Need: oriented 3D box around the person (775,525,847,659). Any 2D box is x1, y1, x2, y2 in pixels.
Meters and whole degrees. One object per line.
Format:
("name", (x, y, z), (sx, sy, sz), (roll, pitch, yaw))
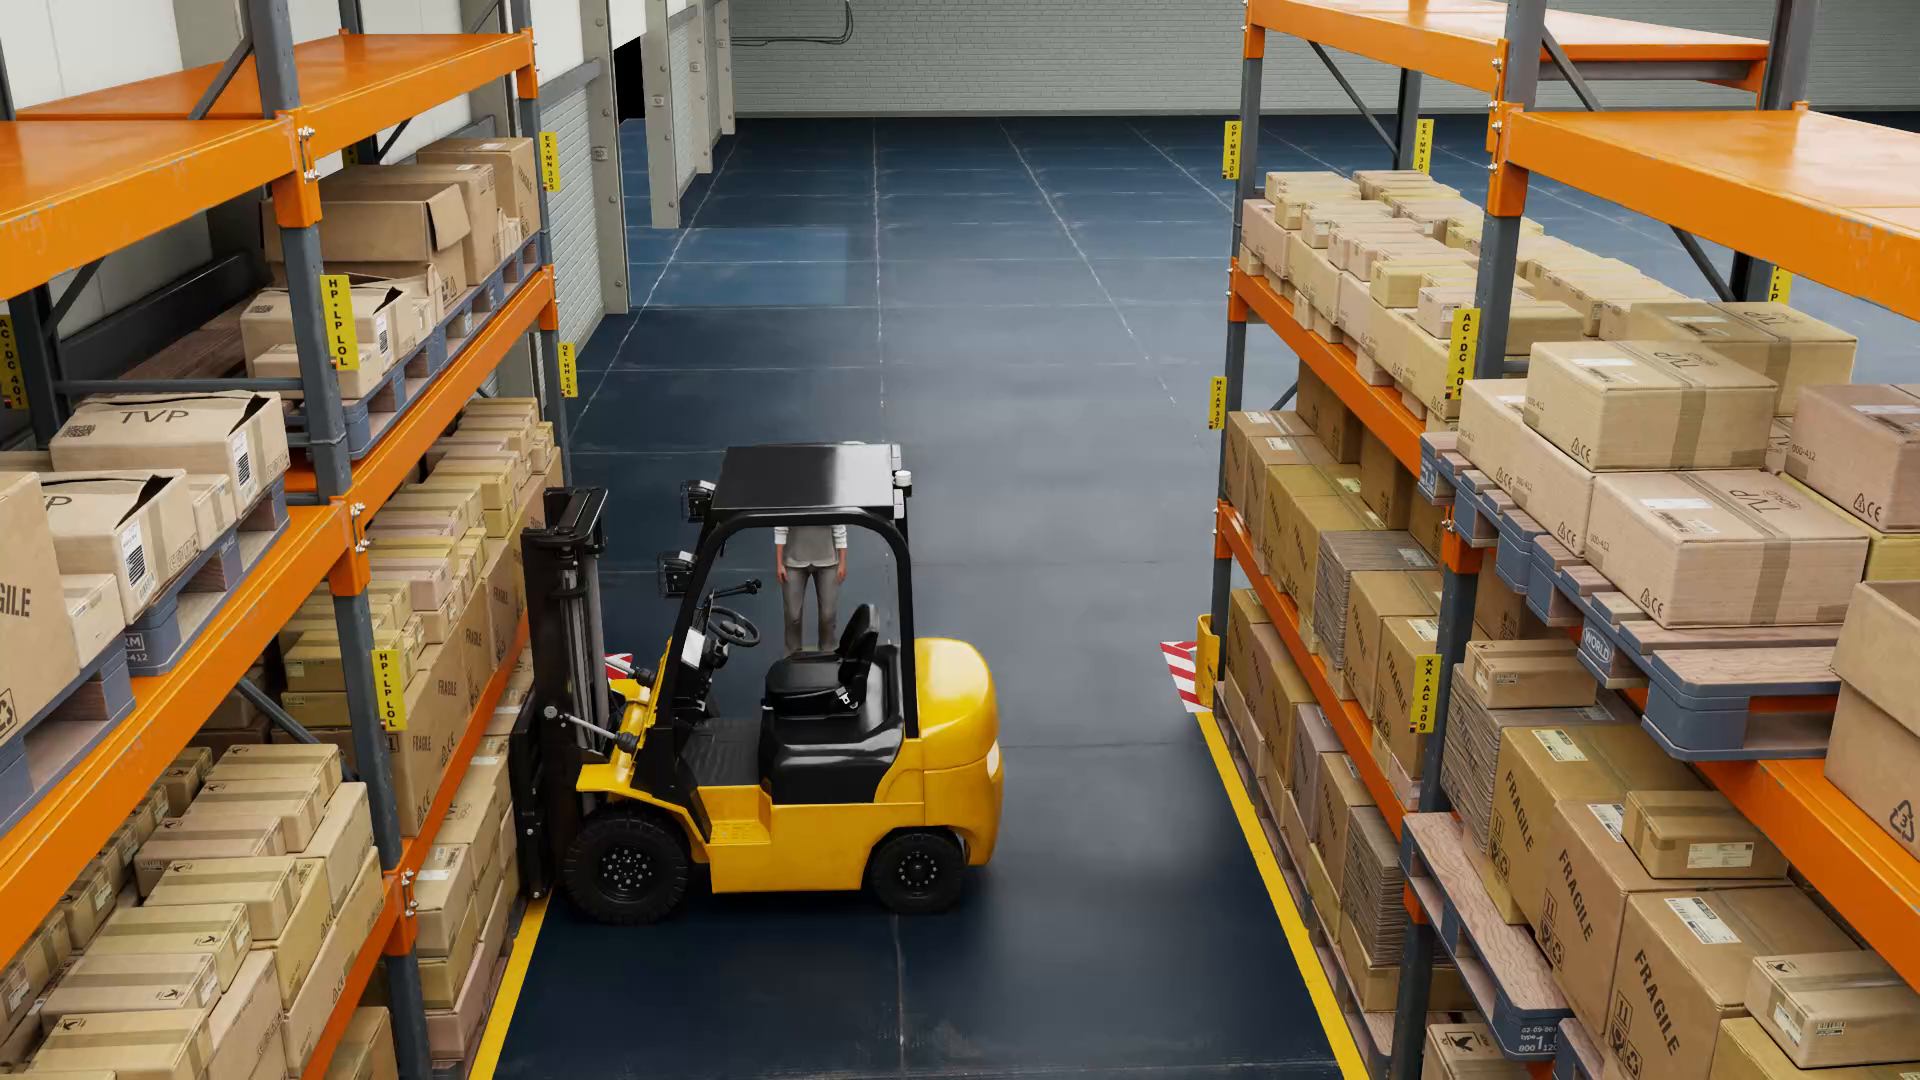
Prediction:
("person", (-0.956, 0.172, 10.641), (0.475, 1.591, 0.347), (-2, 21, -6))
